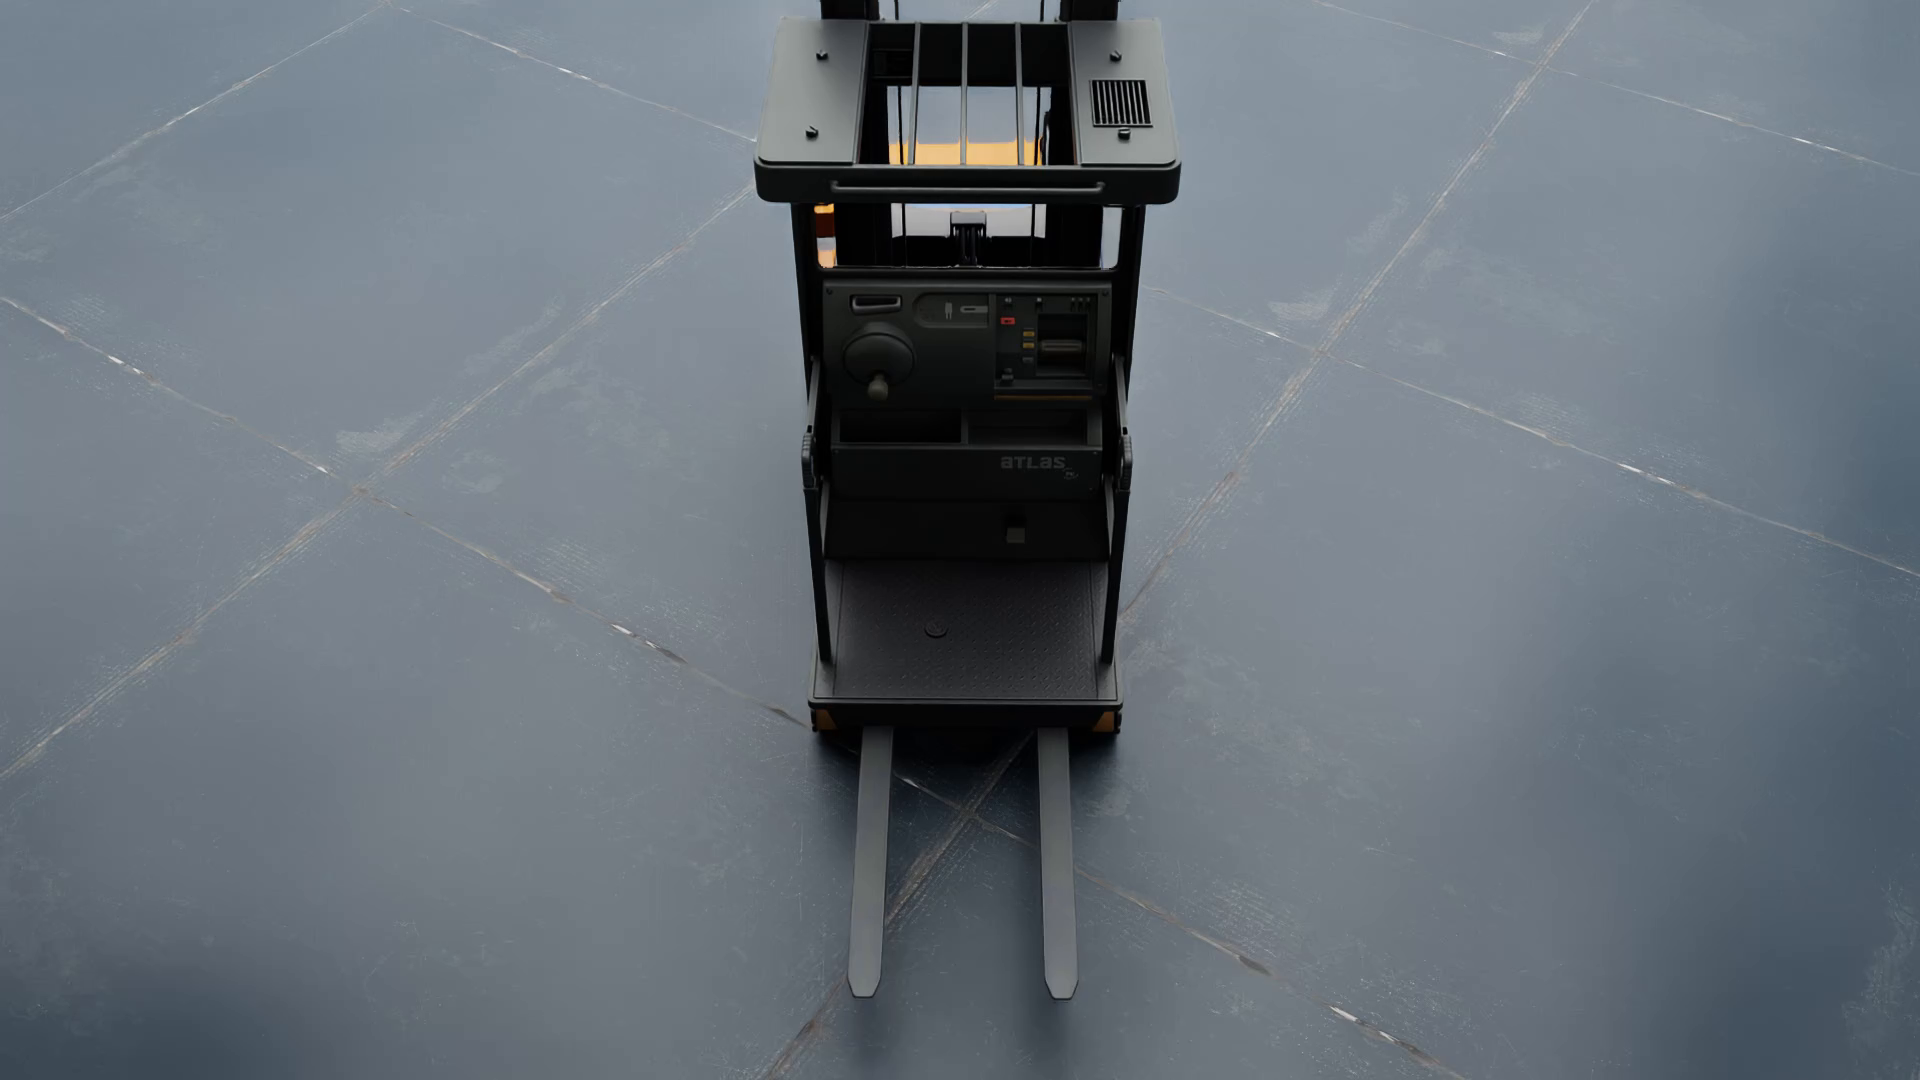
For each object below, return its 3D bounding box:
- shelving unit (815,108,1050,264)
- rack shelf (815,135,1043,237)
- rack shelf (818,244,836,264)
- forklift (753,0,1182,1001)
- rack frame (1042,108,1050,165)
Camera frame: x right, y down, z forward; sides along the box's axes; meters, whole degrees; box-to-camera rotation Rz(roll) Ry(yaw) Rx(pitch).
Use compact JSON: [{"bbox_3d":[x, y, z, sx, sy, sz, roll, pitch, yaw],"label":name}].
[{"bbox_3d":[-0.136,-1.216,7.147,1.048,1.125,0.538,-1,46,-1],"label":"shelving unit"},{"bbox_3d":[-0.136,-1.420,6.937,1.000,0.278,0.538,-1,46,-1],"label":"rack shelf"},{"bbox_3d":[-0.136,-1.046,7.323,1.000,0.278,0.538,-1,46,-1],"label":"rack shelf"},{"bbox_3d":[0.023,-0.551,5.242,1.130,2.935,3.031,0,46,0],"label":"forklift"},{"bbox_3d":[0.372,-1.227,7.158,0.032,1.125,0.500,-1,46,-1],"label":"rack frame"}]
